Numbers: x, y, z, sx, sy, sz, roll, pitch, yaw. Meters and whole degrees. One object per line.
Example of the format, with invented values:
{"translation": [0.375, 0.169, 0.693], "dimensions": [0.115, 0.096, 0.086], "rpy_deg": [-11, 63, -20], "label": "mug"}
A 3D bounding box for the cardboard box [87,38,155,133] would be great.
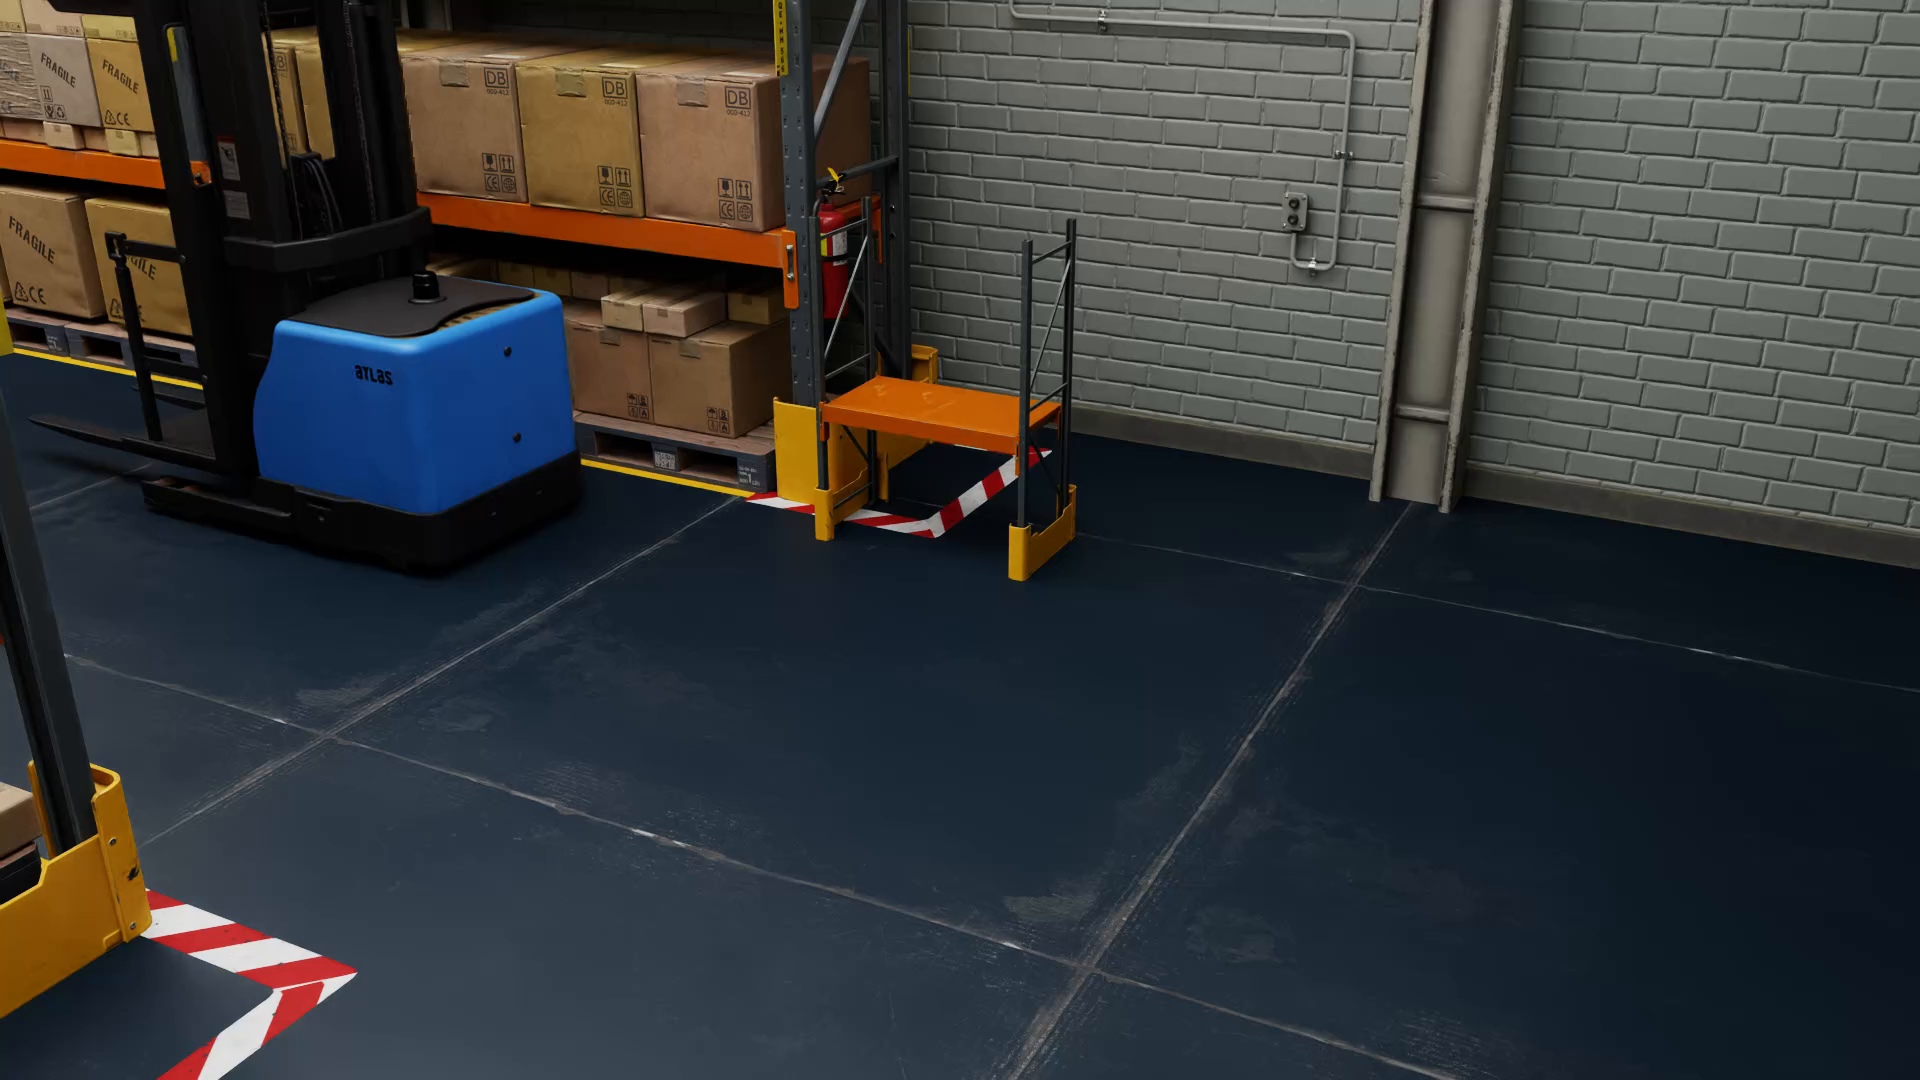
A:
{"translation": [-4.631, -2.663, 9.646], "dimensions": [0.500, 0.500, 0.500], "rpy_deg": [11, 25, 24], "label": "cardboard box"}

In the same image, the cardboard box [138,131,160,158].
{"translation": [-4.534, -2.332, 9.697], "dimensions": [0.250, 0.149, 0.380], "rpy_deg": [11, 26, 25], "label": "cardboard box"}

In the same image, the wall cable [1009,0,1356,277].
{"translation": [1.034, -2.343, 8.129], "dimensions": [1.851, 1.984, 0.084], "rpy_deg": [11, 25, 25], "label": "wall cable"}

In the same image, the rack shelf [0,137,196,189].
{"translation": [-5.890, -2.500, 10.715], "dimensions": [4.000, 0.370, 1.077], "rpy_deg": [11, 25, 25], "label": "rack shelf"}

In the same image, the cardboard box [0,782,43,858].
{"translation": [-2.986, 0.875, 4.941], "dimensions": [0.250, 0.149, 0.380], "rpy_deg": [11, 25, 25], "label": "cardboard box"}

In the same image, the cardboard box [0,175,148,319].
{"translation": [-5.538, -1.907, 10.612], "dimensions": [0.750, 0.750, 0.750], "rpy_deg": [12, 26, 26], "label": "cardboard box"}

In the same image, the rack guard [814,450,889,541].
{"translation": [-0.512, -0.217, 7.939], "dimensions": [0.087, 0.250, 0.587], "rpy_deg": [11, 25, 25], "label": "rack guard"}

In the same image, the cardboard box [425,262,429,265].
{"translation": [-3.037, -1.263, 9.544], "dimensions": [0.500, 0.500, 0.700], "rpy_deg": [11, 25, 24], "label": "cardboard box"}

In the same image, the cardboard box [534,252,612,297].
{"translation": [-2.136, -1.473, 9.208], "dimensions": [0.250, 0.149, 0.380], "rpy_deg": [11, 26, 25], "label": "cardboard box"}

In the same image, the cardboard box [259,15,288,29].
{"translation": [-4.398, -3.187, 9.920], "dimensions": [0.500, 0.250, 0.500], "rpy_deg": [12, 26, 26], "label": "cardboard box"}

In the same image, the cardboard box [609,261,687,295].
{"translation": [-1.679, -1.383, 8.998], "dimensions": [0.250, 0.149, 0.380], "rpy_deg": [11, 26, 25], "label": "cardboard box"}

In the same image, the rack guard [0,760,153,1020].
{"translation": [-2.835, 1.096, 4.534], "dimensions": [0.348, 0.500, 1.175], "rpy_deg": [11, 25, 25], "label": "rack guard"}

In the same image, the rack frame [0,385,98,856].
{"translation": [-2.767, -0.041, 4.013], "dimensions": [0.127, 3.000, 1.000], "rpy_deg": [11, 25, 25], "label": "rack frame"}

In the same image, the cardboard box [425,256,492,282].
{"translation": [-2.795, -1.435, 9.120], "dimensions": [0.250, 0.149, 0.380], "rpy_deg": [10, 25, 23], "label": "cardboard box"}

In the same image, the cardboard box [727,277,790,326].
{"translation": [-1.003, -1.249, 8.684], "dimensions": [0.250, 0.149, 0.380], "rpy_deg": [11, 26, 25], "label": "cardboard box"}

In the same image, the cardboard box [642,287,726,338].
{"translation": [-1.402, -1.161, 8.475], "dimensions": [0.250, 0.149, 0.380], "rpy_deg": [11, 25, 24], "label": "cardboard box"}

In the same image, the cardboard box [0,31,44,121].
{"translation": [-5.535, -2.842, 10.066], "dimensions": [0.500, 0.500, 0.500], "rpy_deg": [11, 26, 25], "label": "cardboard box"}

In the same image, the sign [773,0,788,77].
{"translation": [-0.793, -2.226, 7.370], "dimensions": [0.005, 0.325, 0.100], "rpy_deg": [11, 25, 25], "label": "sign"}

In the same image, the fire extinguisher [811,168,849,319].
{"translation": [-0.609, -1.376, 7.729], "dimensions": [0.183, 0.674, 0.296], "rpy_deg": [11, 25, 25], "label": "fire extinguisher"}

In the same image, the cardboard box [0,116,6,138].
{"translation": [-5.880, -2.623, 10.380], "dimensions": [0.250, 0.149, 0.380], "rpy_deg": [12, 26, 26], "label": "cardboard box"}

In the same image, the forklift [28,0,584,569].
{"translation": [-3.373, -1.615, 7.802], "dimensions": [3.031, 2.935, 1.130], "rpy_deg": [12, 26, 26], "label": "forklift"}

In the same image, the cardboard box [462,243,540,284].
{"translation": [-2.592, -1.563, 9.420], "dimensions": [0.250, 0.149, 0.380], "rpy_deg": [11, 26, 25], "label": "cardboard box"}

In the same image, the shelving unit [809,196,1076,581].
{"translation": [-0.068, -0.704, 7.488], "dimensions": [1.083, 1.500, 0.587], "rpy_deg": [11, 25, 25], "label": "shelving unit"}

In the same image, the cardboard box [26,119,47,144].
{"translation": [-5.432, -2.522, 10.144], "dimensions": [0.250, 0.149, 0.380], "rpy_deg": [11, 25, 25], "label": "cardboard box"}

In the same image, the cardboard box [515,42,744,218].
{"translation": [-1.649, -2.121, 8.520], "dimensions": [0.700, 0.700, 0.980], "rpy_deg": [11, 25, 24], "label": "cardboard box"}

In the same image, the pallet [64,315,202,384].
{"translation": [-4.828, -1.304, 10.548], "dimensions": [1.213, 0.211, 1.003], "rpy_deg": [11, 25, 25], "label": "pallet"}

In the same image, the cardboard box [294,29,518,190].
{"translation": [-2.979, -2.384, 9.139], "dimensions": [0.700, 0.700, 0.980], "rpy_deg": [11, 25, 23], "label": "cardboard box"}

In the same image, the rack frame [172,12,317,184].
{"translation": [-4.105, -2.478, 9.743], "dimensions": [0.127, 3.000, 1.000], "rpy_deg": [11, 25, 25], "label": "rack frame"}

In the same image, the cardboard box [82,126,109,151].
{"translation": [-4.981, -2.430, 9.927], "dimensions": [0.250, 0.149, 0.380], "rpy_deg": [12, 26, 26], "label": "cardboard box"}

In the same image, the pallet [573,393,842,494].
{"translation": [-1.284, -0.602, 8.896], "dimensions": [1.213, 0.211, 1.003], "rpy_deg": [11, 25, 25], "label": "pallet"}

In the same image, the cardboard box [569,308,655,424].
{"translation": [-1.652, -0.991, 8.906], "dimensions": [0.500, 0.500, 0.700], "rpy_deg": [11, 25, 24], "label": "cardboard box"}

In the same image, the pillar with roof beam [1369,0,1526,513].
{"translation": [0.322, -2.854, 2.962], "dimensions": [0.400, 9.000, 9.100], "rpy_deg": [11, 25, 25], "label": "pillar with roof beam"}

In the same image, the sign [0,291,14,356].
{"translation": [-2.522, -0.629, 4.289], "dimensions": [0.005, 0.325, 0.100], "rpy_deg": [11, 25, 25], "label": "sign"}

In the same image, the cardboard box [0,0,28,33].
{"translation": [-5.544, -3.192, 9.931], "dimensions": [0.500, 0.250, 0.500], "rpy_deg": [12, 26, 26], "label": "cardboard box"}

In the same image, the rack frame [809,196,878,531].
{"translation": [-0.530, -0.795, 7.703], "dimensions": [0.032, 1.500, 0.500], "rpy_deg": [11, 25, 25], "label": "rack frame"}
